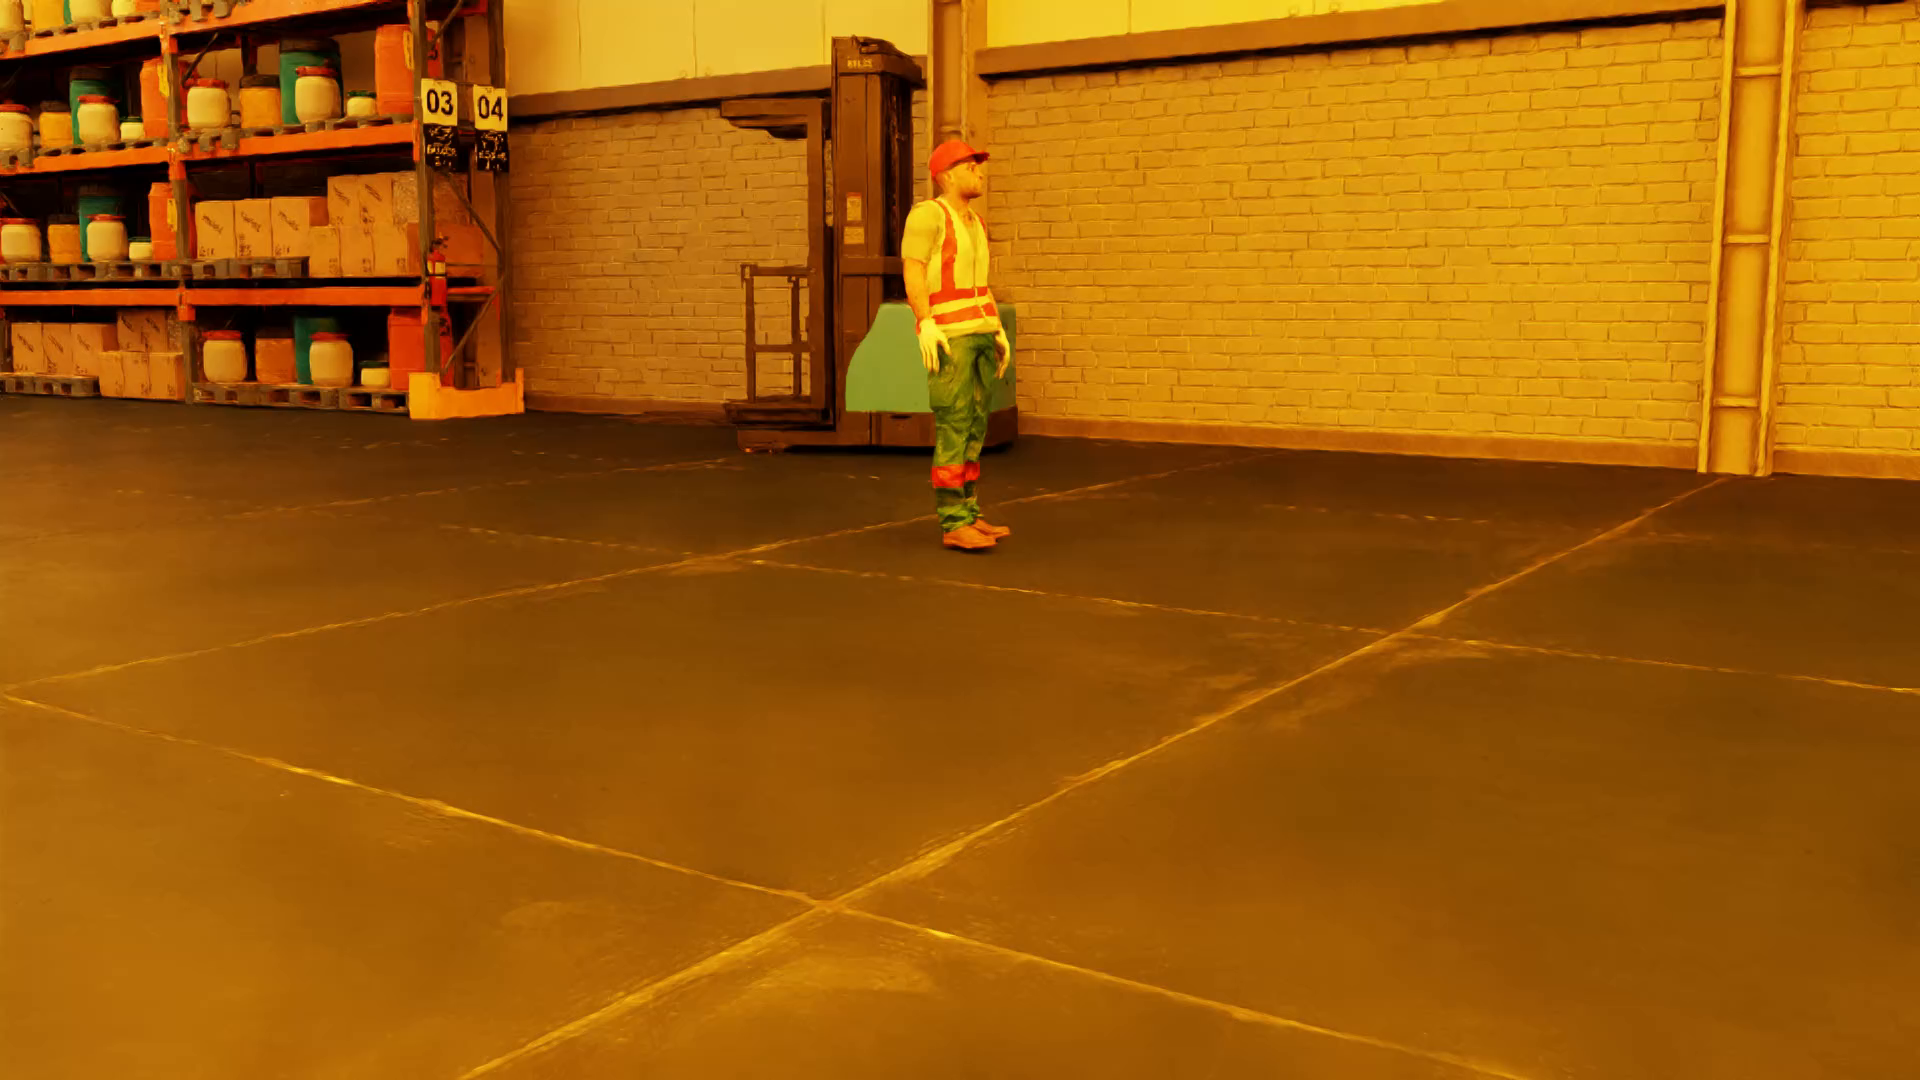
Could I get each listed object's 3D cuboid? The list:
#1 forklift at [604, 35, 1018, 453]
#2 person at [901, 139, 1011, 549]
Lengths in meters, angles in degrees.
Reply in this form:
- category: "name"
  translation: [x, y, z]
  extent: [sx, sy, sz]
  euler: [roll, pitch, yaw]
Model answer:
- category: "forklift"
  translation: [-1.137, -2.153, 12.333]
  extent: [3.031, 2.935, 1.130]
  euler: [2, 8, 14]
- category: "person"
  translation: [0.060, -0.885, 7.423]
  extent: [0.563, 1.787, 0.637]
  euler: [5, 10, 34]
